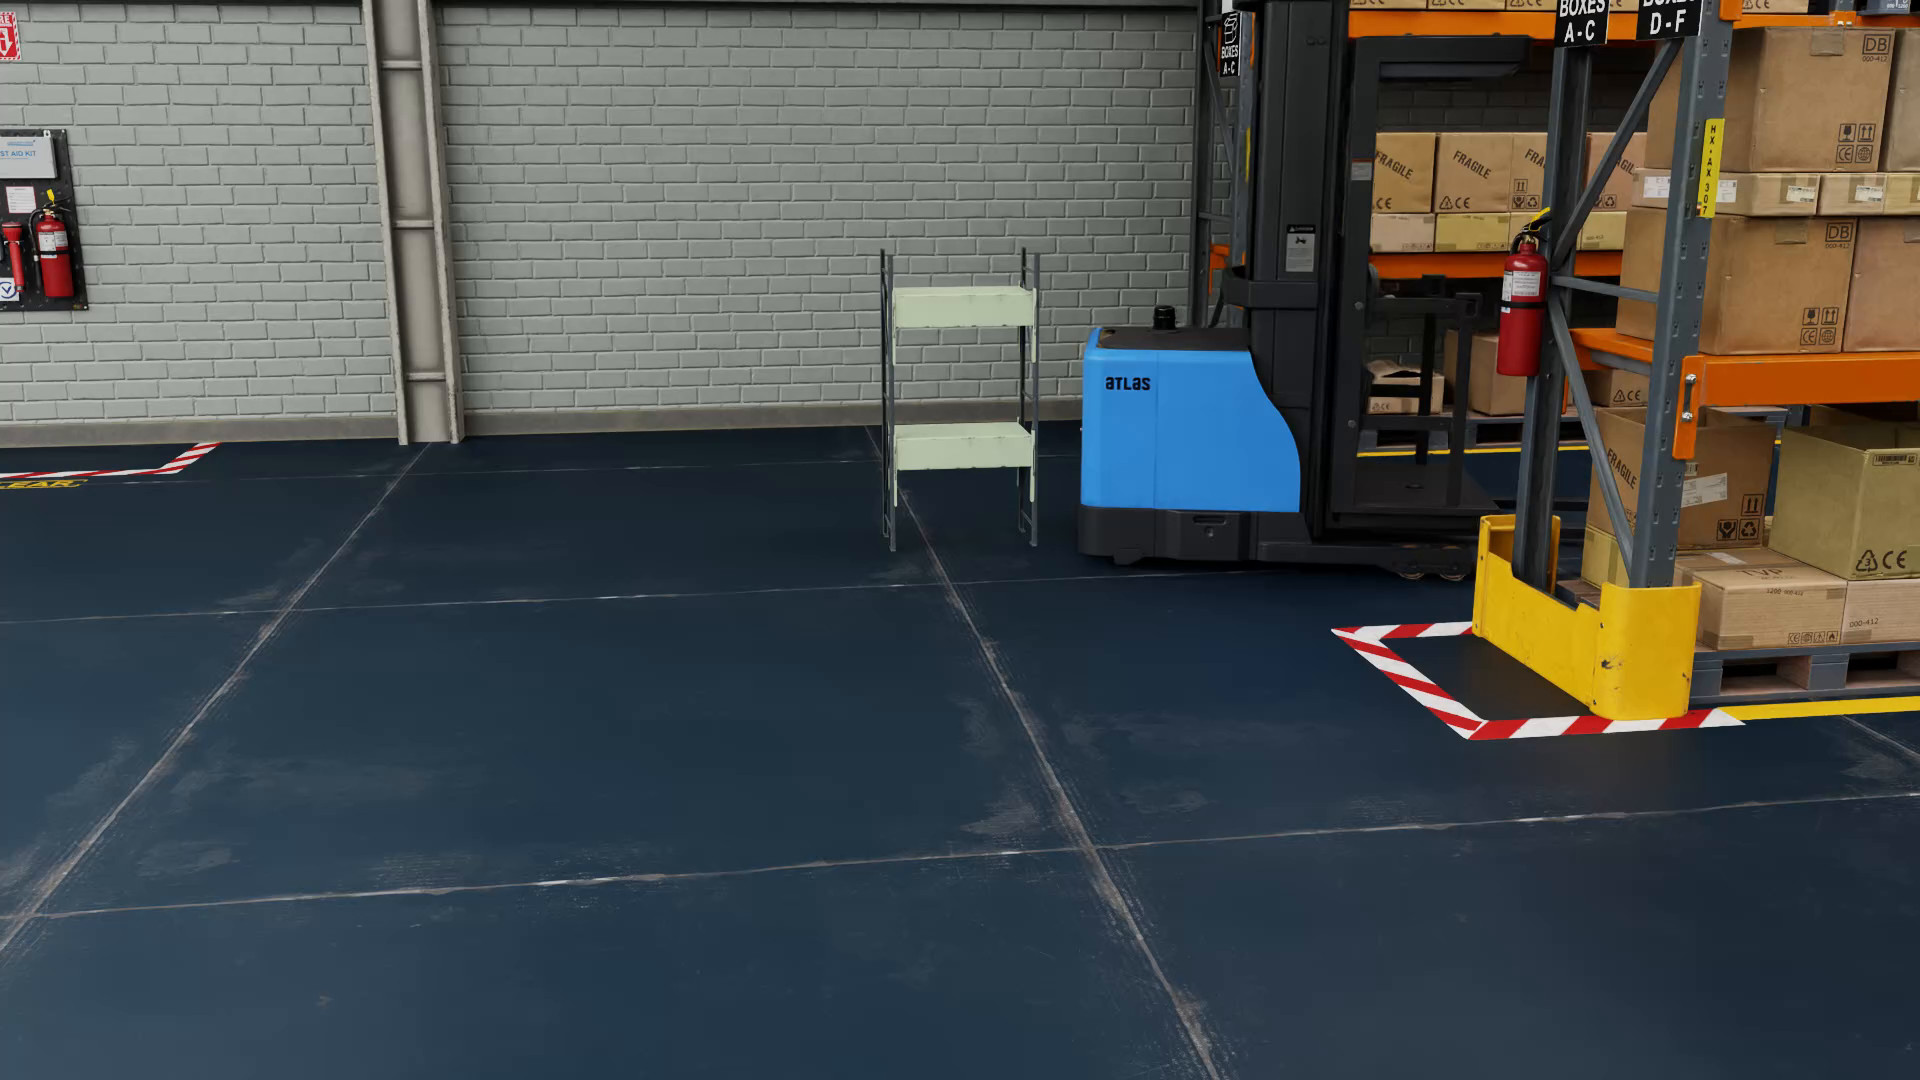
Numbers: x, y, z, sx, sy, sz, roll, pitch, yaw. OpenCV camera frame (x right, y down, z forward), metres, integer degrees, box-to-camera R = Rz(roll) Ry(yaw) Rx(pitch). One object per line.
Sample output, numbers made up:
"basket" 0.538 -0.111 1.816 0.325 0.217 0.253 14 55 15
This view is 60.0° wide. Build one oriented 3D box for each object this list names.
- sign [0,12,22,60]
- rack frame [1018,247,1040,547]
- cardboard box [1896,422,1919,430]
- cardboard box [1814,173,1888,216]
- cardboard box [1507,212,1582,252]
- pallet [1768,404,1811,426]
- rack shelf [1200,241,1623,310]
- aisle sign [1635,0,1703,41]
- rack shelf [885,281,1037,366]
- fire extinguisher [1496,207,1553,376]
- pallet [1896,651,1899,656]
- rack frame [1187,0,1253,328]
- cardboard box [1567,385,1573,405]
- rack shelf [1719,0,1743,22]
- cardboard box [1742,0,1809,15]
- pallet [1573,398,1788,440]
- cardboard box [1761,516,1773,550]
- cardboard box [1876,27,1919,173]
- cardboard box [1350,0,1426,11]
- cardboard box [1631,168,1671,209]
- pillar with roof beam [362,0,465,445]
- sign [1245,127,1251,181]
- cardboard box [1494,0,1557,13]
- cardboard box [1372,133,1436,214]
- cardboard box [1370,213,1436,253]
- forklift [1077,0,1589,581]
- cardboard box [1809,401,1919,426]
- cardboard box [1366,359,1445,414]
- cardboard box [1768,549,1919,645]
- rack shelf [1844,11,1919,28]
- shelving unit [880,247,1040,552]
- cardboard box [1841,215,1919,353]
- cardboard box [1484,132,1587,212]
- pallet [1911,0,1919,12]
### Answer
"sign" -6.111 -3.214 10.604 0.199 0.298 0.001 -2 14 -8
"rack frame" 0.355 -0.740 8.591 0.023 1.500 0.400 -2 14 -8
"cardboard box" 4.022 -0.178 6.513 0.500 0.500 0.500 -2 14 -8
"cardboard box" 3.153 -1.274 6.098 0.250 0.149 0.380 -2 14 -10
"cardboard box" 3.777 -2.065 11.058 0.500 0.250 0.500 -2 14 -8
"pallet" 6.456 -0.951 12.080 1.213 0.211 1.003 -2 14 -8
"rack shelf" 3.708 -1.854 11.425 4.000 0.370 1.077 -2 14 -8
"aisle sign" 2.453 -2.123 5.678 0.004 0.787 0.394 -2 14 -8
"rack shelf" -0.007 -1.106 8.443 0.720 0.370 0.431 -2 14 -8
"fire extinguisher" 2.286 -1.008 6.736 0.183 0.674 0.296 -2 14 -8
"pallet" 4.426 0.333 6.961 1.213 0.211 1.003 -2 14 -8
"rack frame" 1.731 -2.130 11.049 0.127 3.000 1.000 -2 14 -8
"cardboard box" 4.101 -1.052 11.708 0.250 0.149 0.380 -3 14 -13
"rack shelf" 4.450 -2.117 6.309 4.000 0.370 1.077 -2 14 -8
"cardboard box" 5.221 -3.710 10.937 0.500 0.500 0.500 -2 14 -7
"pallet" 5.027 -0.890 11.835 1.213 0.211 1.003 -2 14 -8
"cardboard box" 3.451 0.080 7.026 0.500 0.250 0.500 -2 14 -8
"cardboard box" 3.507 -1.652 6.272 0.500 0.500 0.700 -2 14 -10
"cardboard box" 2.635 -3.606 10.521 0.500 0.500 0.500 -1 14 -5
"cardboard box" 2.822 -1.361 6.445 0.250 0.149 0.380 -2 14 -9
"pillar with roof beam" -2.998 -4.020 6.254 0.400 9.000 9.100 -2 14 -8
"sign" 1.812 -2.419 10.423 0.005 0.325 0.100 -2 14 -8
"cardboard box" 3.674 -3.650 10.698 0.500 0.500 0.500 -1 14 -5
"cardboard box" 2.738 -2.391 10.816 0.500 0.500 0.500 -2 14 -8
"cardboard box" 2.772 -2.030 10.919 0.500 0.250 0.500 -3 14 -10
"forklift" 2.134 -1.363 8.132 3.031 2.935 1.130 2 14 6
"cardboard box" 3.945 -0.303 7.012 0.500 0.500 0.500 -2 14 -8
"cardboard box" 2.992 -1.063 11.418 0.500 0.311 0.500 -1 14 -4
"cardboard box" 3.530 0.207 6.521 0.500 0.250 0.500 -2 14 -8
"rack shelf" 7.664 -3.453 11.638 4.000 0.370 1.077 -2 14 -8
"shelving unit" -0.007 -0.727 8.538 0.755 1.500 0.431 -2 14 -8
"cardboard box" 3.454 -1.021 6.421 0.500 0.500 0.700 -2 14 -7
"cardboard box" 3.758 -2.430 10.970 0.500 0.500 0.500 -2 14 -7
"pallet" 7.337 -3.674 11.424 1.003 0.211 1.213 -2 14 -8
